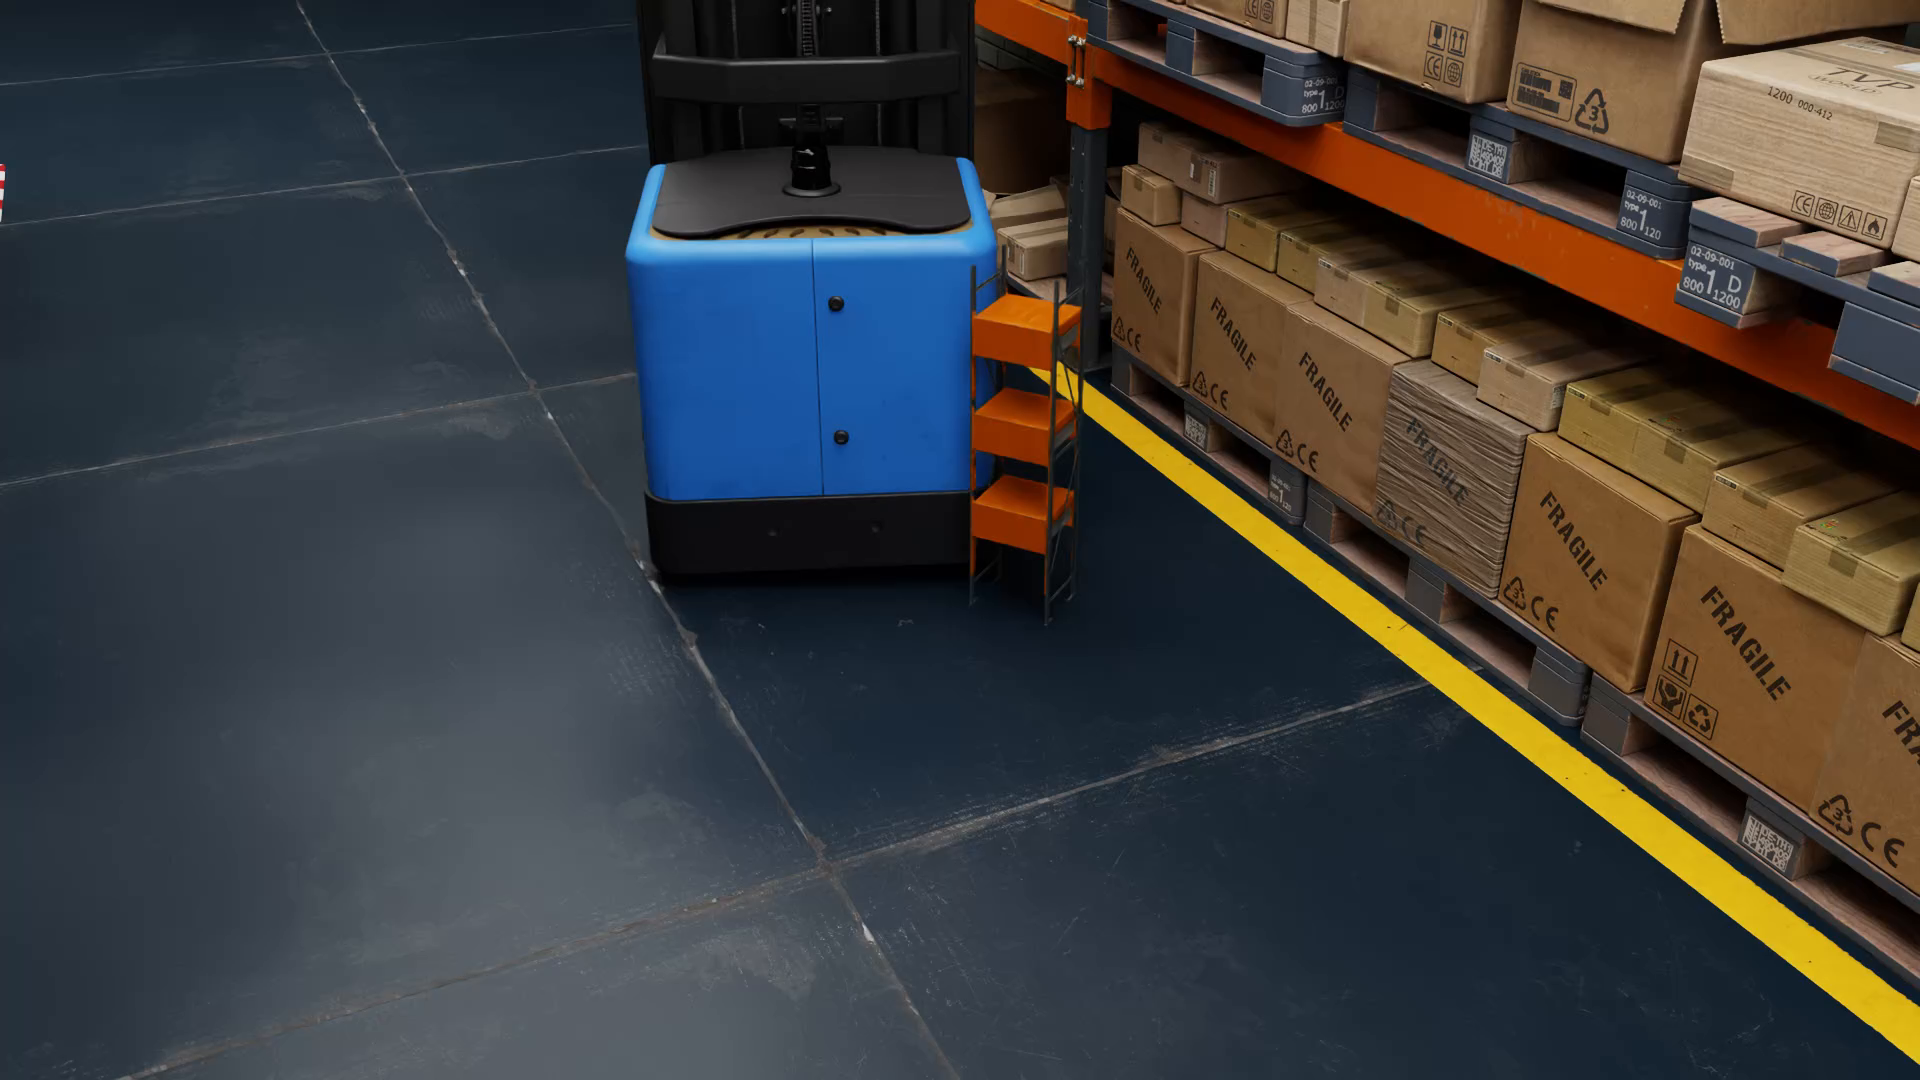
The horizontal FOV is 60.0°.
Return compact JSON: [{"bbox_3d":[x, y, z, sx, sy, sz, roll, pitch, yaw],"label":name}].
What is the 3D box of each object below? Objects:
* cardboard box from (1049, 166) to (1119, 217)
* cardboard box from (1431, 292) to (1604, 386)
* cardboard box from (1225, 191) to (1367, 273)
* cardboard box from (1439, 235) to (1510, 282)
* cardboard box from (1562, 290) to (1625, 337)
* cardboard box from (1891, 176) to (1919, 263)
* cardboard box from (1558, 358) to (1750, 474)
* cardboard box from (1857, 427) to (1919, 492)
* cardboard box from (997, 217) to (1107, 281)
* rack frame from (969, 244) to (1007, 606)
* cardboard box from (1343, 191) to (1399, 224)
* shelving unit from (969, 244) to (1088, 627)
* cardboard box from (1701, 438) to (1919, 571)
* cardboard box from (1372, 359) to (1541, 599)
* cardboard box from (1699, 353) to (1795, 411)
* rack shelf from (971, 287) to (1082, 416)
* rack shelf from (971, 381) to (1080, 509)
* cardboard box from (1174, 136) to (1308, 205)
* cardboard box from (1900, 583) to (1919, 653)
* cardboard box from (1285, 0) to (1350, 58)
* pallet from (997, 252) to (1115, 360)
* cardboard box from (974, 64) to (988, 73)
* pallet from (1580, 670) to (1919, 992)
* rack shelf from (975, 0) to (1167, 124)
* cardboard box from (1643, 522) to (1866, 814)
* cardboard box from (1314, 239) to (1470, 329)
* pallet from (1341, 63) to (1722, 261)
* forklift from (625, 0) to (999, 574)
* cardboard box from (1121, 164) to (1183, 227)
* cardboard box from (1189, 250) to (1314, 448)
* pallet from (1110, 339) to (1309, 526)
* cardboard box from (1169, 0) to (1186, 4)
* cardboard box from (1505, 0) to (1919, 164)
[{"bbox_3d":[0.621,-1.542,7.419,0.380,0.149,0.250,-14,32,-23],"label":"cardboard box"},{"bbox_3d":[1.551,-0.554,4.634,0.380,0.149,0.250,-13,32,-22],"label":"cardboard box"},{"bbox_3d":[1.101,-1.014,5.454,0.380,0.149,0.250,-15,33,-25],"label":"cardboard box"},{"bbox_3d":[1.729,-0.882,5.219,0.380,0.149,0.250,-12,32,-21],"label":"cardboard box"},{"bbox_3d":[1.972,-0.662,4.827,0.380,0.149,0.250,-14,32,-24],"label":"cardboard box"},{"bbox_3d":[1.966,-0.586,3.055,0.380,0.149,0.250,-12,32,-21],"label":"cardboard box"},{"bbox_3d":[1.756,-0.319,4.215,0.380,0.149,0.250,-14,32,-23],"label":"cardboard box"},{"bbox_3d":[2.384,-0.190,3.985,0.380,0.149,0.250,-13,32,-21],"label":"cardboard box"},{"bbox_3d":[0.373,-1.193,6.797,0.380,0.149,0.250,-14,32,-23],"label":"cardboard box"},{"bbox_3d":[0.078,-0.307,4.724,0.008,1.050,0.200,14,32,24],"label":"rack frame"},{"bbox_3d":[1.526,-1.122,5.648,0.380,0.149,0.250,-13,32,-21],"label":"cardboard box"},{"bbox_3d":[0.186,-0.279,4.674,0.252,1.050,0.215,14,32,24],"label":"shelving unit"},{"bbox_3d":[1.936,-0.083,3.794,0.380,0.149,0.250,-14,32,-24],"label":"cardboard box"},{"bbox_3d":[1.547,-0.216,4.695,0.500,0.500,0.500,-14,32,-24],"label":"cardboard box"},{"bbox_3d":[2.195,-0.435,4.422,0.380,0.149,0.250,-14,32,-23],"label":"cardboard box"},{"bbox_3d":[0.186,-0.517,4.541,0.240,0.259,0.215,14,32,24],"label":"rack shelf"},{"bbox_3d":[0.186,-0.270,4.679,0.240,0.259,0.215,14,32,24],"label":"rack shelf"},{"bbox_3d":[0.946,-1.256,5.582,0.380,0.149,0.250,-15,32,-24],"label":"cardboard box"},{"bbox_3d":[2.154,0.157,3.367,0.380,0.149,0.250,-15,32,-24],"label":"cardboard box"},{"bbox_3d":[1.128,-1.500,4.565,0.396,0.266,0.258,-12,31,-20],"label":"cardboard box"},{"bbox_3d":[0.584,-1.157,7.097,1.003,0.211,1.213,-13,32,-22],"label":"pallet"},{"bbox_3d":[-0.194,-1.999,7.874,0.500,0.500,0.500,-12,32,-21],"label":"cardboard box"},{"bbox_3d":[2.309,0.576,4.007,1.003,0.211,1.213,-13,32,-22],"label":"pallet"},{"bbox_3d":[0.019,-2.639,7.625,1.077,0.370,4.000,-13,32,-22],"label":"rack shelf"},{"bbox_3d":[2.014,0.240,3.882,0.500,0.500,0.500,-14,32,-23],"label":"cardboard box"},{"bbox_3d":[1.304,-0.777,5.032,0.380,0.149,0.250,-13,32,-22],"label":"cardboard box"},{"bbox_3d":[1.756,-1.077,4.300,1.003,0.211,1.213,-13,32,-22],"label":"pallet"},{"bbox_3d":[-0.516,-1.868,5.585,1.130,2.935,3.031,-2,29,-4],"label":"forklift"},{"bbox_3d":[0.791,-1.231,5.841,0.380,0.149,0.250,-12,31,-20],"label":"cardboard box"},{"bbox_3d":[1.120,-0.668,5.501,0.500,0.500,0.500,-14,32,-23],"label":"cardboard box"},{"bbox_3d":[1.261,-0.502,5.929,1.003,0.211,1.213,-13,32,-22],"label":"pallet"},{"bbox_3d":[0.883,-2.035,5.281,0.700,0.500,0.500,-12,32,-21],"label":"cardboard box"},{"bbox_3d":[1.727,-1.213,3.811,0.797,0.503,0.637,-14,32,-23],"label":"cardboard box"}]
